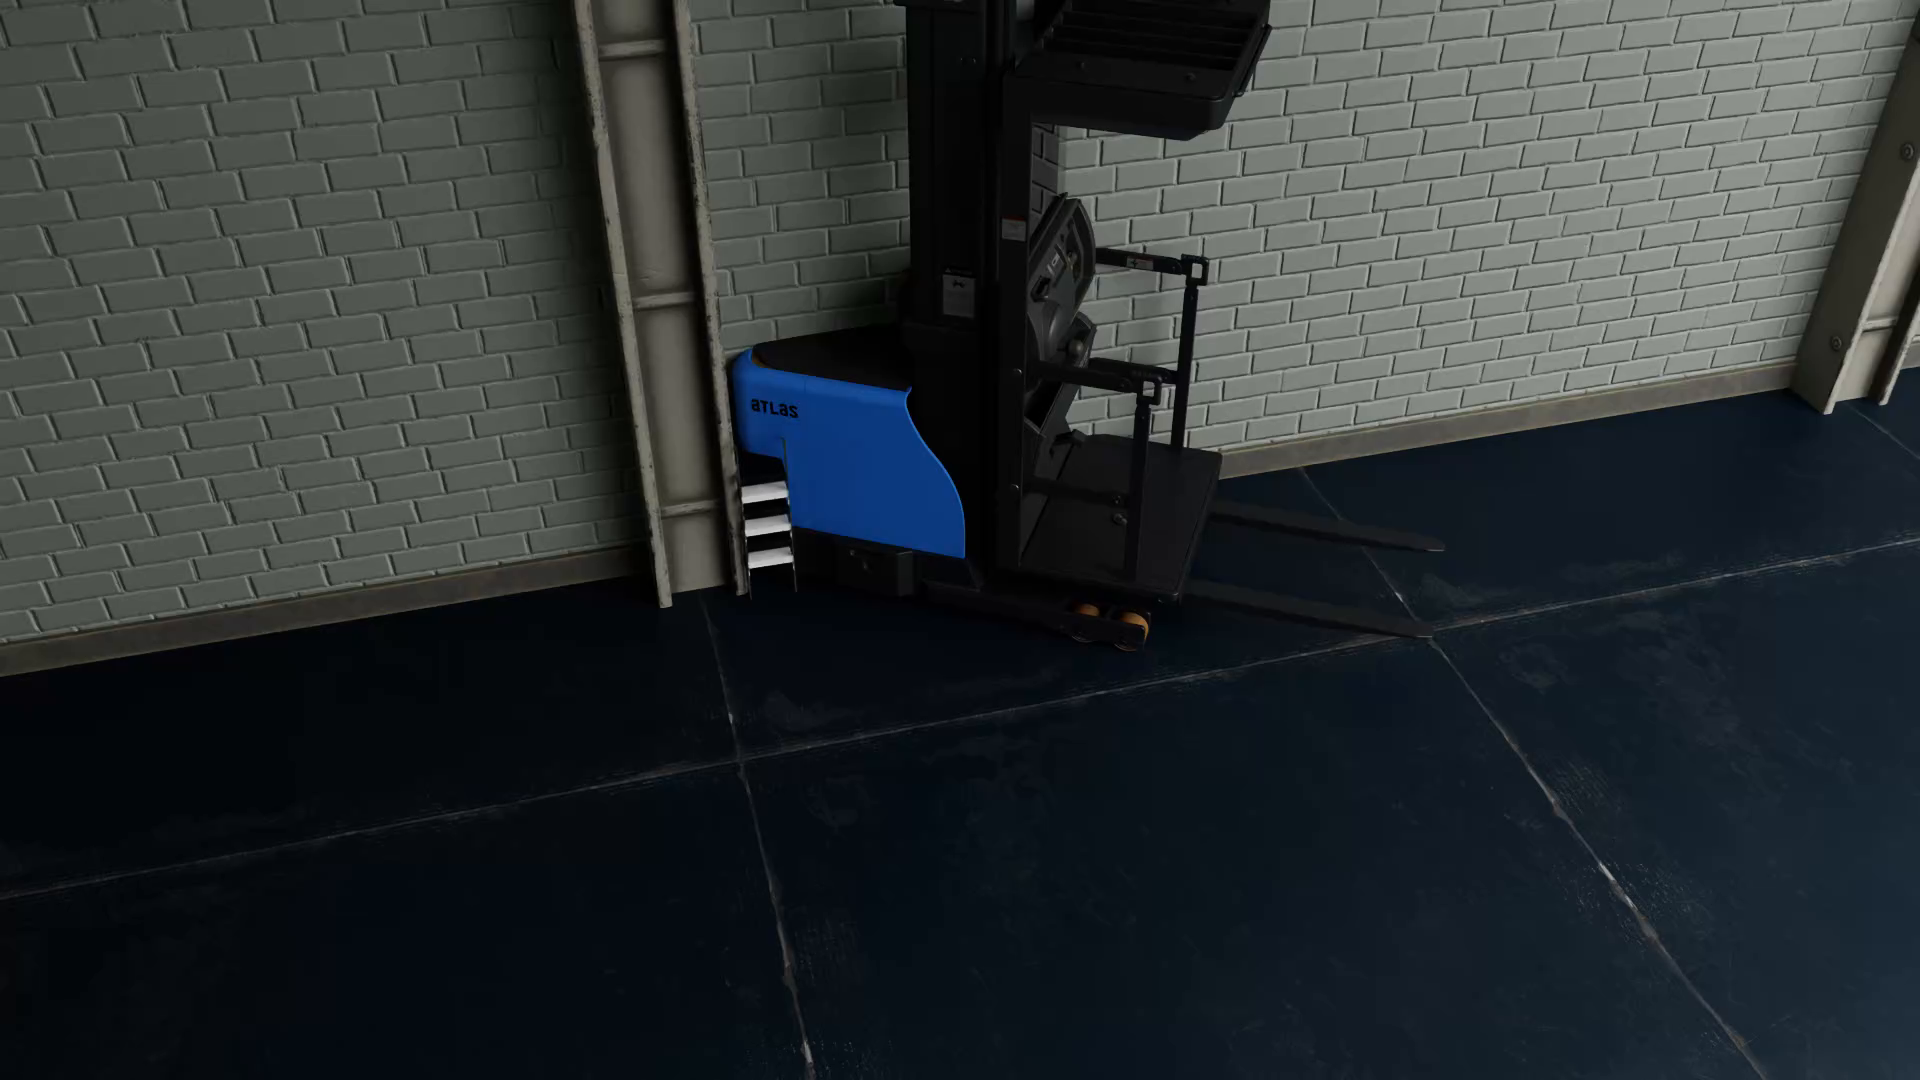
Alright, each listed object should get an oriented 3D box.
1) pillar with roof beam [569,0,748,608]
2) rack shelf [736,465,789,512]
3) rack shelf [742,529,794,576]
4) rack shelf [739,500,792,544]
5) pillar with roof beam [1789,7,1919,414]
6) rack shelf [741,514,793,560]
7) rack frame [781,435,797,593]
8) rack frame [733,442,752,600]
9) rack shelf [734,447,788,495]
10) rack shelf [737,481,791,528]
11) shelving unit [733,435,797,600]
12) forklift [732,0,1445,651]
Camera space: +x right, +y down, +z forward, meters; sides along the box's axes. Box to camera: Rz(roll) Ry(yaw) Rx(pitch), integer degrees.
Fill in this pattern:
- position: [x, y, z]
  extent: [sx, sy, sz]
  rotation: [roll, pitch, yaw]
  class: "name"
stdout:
- position: [-0.057, -0.869, 1.479]
  extent: [0.400, 9.000, 9.100]
  rotation: [-9, 38, -12]
  class: "pillar with roof beam"
- position: [-0.858, -0.241, 7.169]
  extent: [0.200, 0.077, 0.258]
  rotation: [-9, 40, -11]
  class: "rack shelf"
- position: [-0.859, 0.039, 7.395]
  extent: [0.200, 0.077, 0.258]
  rotation: [-9, 40, -11]
  class: "rack shelf"
- position: [-0.858, -0.101, 7.282]
  extent: [0.200, 0.077, 0.258]
  rotation: [-9, 40, -11]
  class: "rack shelf"
- position: [5.736, -1.819, 2.722]
  extent: [0.400, 9.000, 9.100]
  rotation: [-9, 38, -12]
  class: "pillar with roof beam"
- position: [-0.859, -0.031, 7.339]
  extent: [0.200, 0.077, 0.258]
  rotation: [-9, 40, -11]
  class: "rack shelf"
- position: [-0.760, -0.143, 7.281]
  extent: [0.006, 0.900, 0.240]
  rotation: [-9, 40, -11]
  class: "rack frame"
- position: [-0.957, -0.112, 7.241]
  extent: [0.006, 0.900, 0.240]
  rotation: [-9, 40, -11]
  class: "rack frame"
- position: [-0.857, -0.311, 7.112]
  extent: [0.200, 0.077, 0.258]
  rotation: [-9, 40, -11]
  class: "rack shelf"
- position: [-0.858, -0.171, 7.225]
  extent: [0.200, 0.077, 0.258]
  rotation: [-9, 40, -11]
  class: "rack shelf"
- position: [-0.858, -0.127, 7.261]
  extent: [0.210, 0.900, 0.258]
  rotation: [-9, 40, -11]
  class: "shelving unit"
- position: [0.602, -1.051, 6.712]
  extent: [3.031, 2.935, 1.130]
  rotation: [11, 39, 14]
  class: "forklift"
